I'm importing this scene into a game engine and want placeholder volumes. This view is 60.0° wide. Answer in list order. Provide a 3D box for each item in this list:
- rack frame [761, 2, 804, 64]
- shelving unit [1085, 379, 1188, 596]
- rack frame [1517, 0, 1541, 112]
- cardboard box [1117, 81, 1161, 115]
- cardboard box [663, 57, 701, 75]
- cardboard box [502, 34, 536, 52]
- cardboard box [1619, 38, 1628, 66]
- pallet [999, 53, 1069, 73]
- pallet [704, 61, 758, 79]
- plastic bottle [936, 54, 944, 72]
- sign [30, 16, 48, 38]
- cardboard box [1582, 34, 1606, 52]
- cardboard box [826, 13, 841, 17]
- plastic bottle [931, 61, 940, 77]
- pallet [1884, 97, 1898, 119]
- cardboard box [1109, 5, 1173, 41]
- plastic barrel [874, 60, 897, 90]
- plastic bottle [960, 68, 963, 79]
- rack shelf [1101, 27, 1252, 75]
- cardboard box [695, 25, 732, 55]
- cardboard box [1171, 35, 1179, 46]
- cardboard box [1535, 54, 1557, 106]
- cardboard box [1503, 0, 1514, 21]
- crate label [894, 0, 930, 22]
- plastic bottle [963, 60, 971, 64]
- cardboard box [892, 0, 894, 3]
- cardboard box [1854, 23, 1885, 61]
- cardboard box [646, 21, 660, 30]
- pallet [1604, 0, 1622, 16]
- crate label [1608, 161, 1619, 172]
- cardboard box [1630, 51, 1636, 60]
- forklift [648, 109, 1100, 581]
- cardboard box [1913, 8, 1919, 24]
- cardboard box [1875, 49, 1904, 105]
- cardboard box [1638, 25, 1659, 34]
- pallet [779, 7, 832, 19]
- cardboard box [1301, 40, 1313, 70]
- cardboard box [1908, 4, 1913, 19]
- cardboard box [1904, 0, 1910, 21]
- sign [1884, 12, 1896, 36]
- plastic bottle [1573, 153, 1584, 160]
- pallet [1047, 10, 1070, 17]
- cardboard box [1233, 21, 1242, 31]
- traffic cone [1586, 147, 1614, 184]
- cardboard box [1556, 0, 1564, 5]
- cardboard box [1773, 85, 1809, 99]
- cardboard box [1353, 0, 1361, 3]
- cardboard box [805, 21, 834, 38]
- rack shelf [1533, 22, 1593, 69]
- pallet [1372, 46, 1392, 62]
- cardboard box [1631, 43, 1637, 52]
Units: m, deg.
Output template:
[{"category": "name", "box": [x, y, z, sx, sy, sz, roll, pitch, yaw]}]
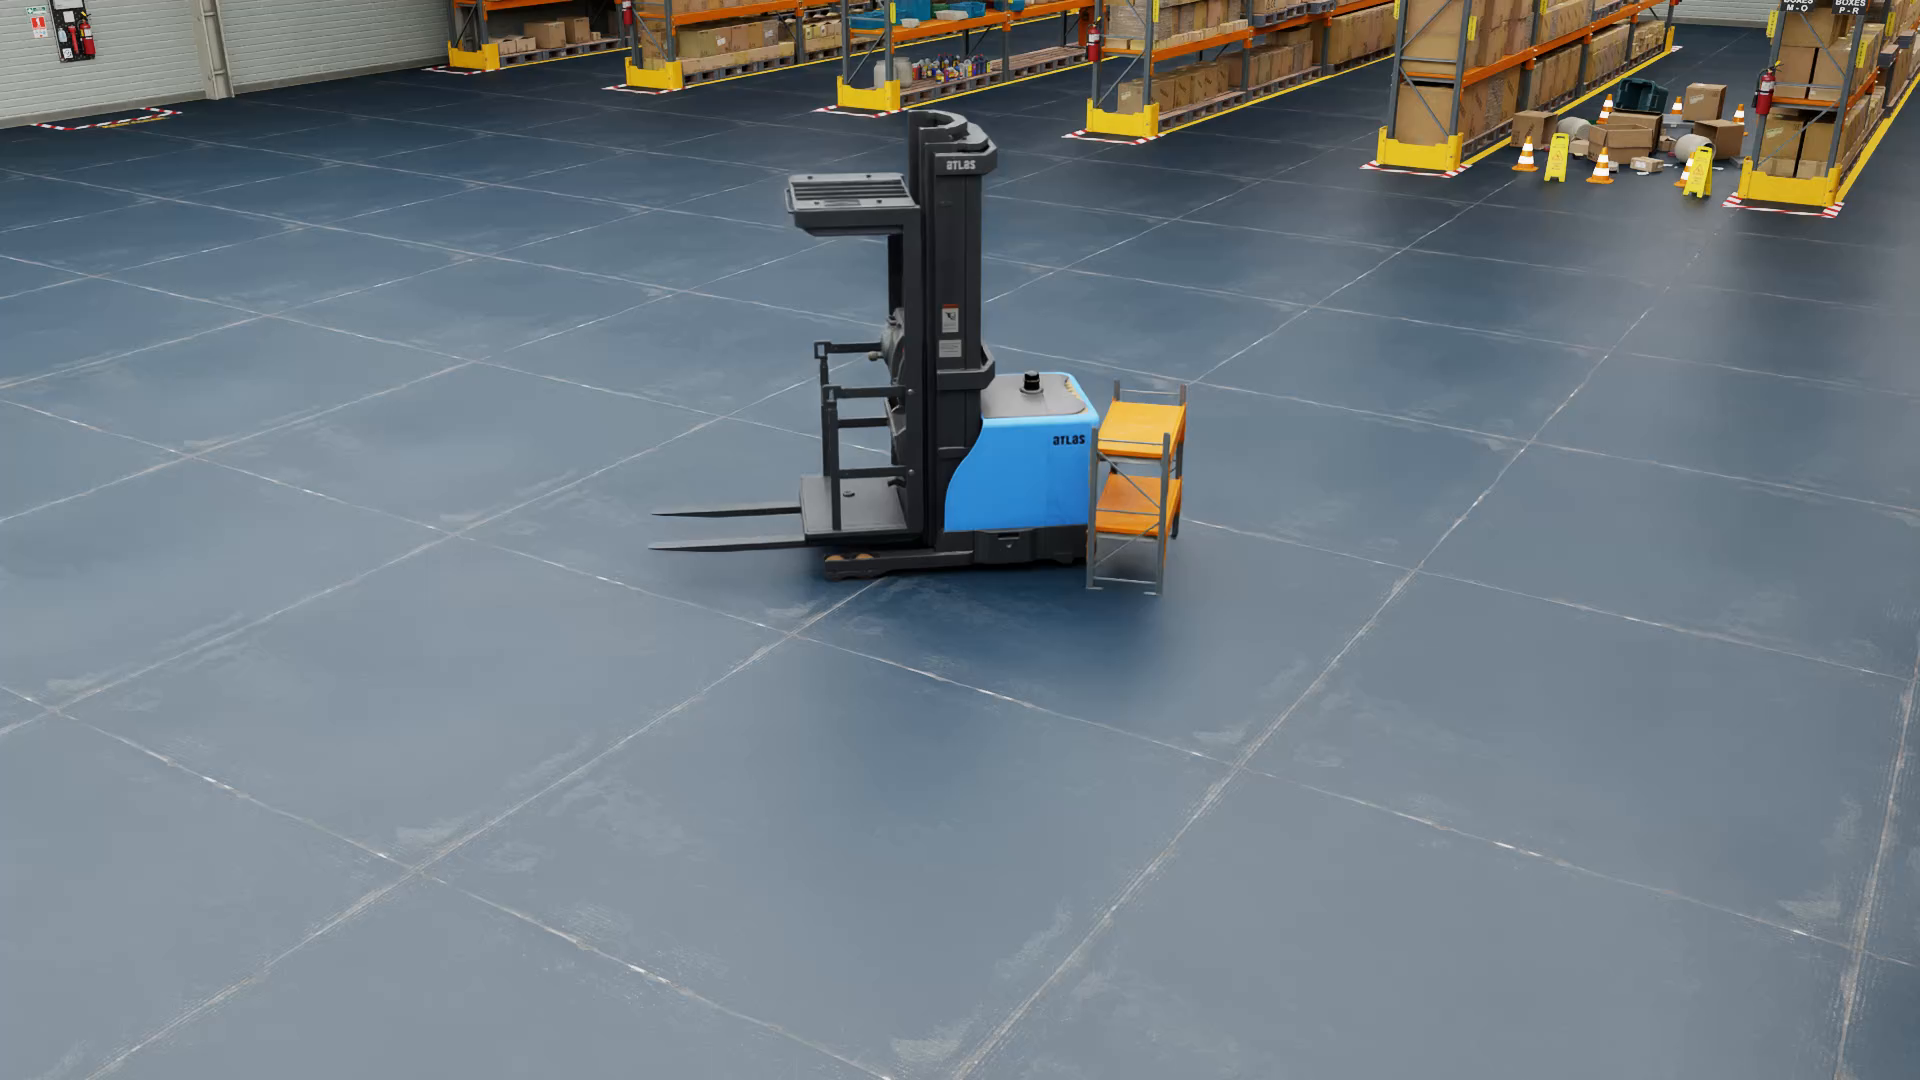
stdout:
[{"category": "rack frame", "box": [-3.710, -11.407, 34.323, 1.000, 3.000, 0.127, 14, 27, 29]}, {"category": "shelving unit", "box": [1.195, -0.374, 11.198, 0.538, 1.125, 1.048, 5, 24, 12]}, {"category": "rack frame", "box": [8.864, -8.256, 27.045, 1.000, 3.000, 0.127, 14, 27, 29]}, {"category": "cardboard box", "box": [2.937, -7.232, 27.298, 0.500, 0.500, 0.500, 20, 30, 38]}, {"category": "cardboard box", "box": [-5.349, -9.122, 31.978, 0.500, 0.250, 0.500, 14, 27, 29]}, {"category": "cardboard box", "box": [-9.289, -10.468, 34.987, 0.500, 0.311, 0.500, 16, 28, 33]}, {"category": "cardboard box", "box": [12.908, -9.699, 32.996, 0.500, 0.500, 0.500, 13, 27, 28]}, {"category": "pallet", "box": [1.520, -9.774, 34.063, 1.003, 0.211, 1.213, 14, 27, 29]}, {"category": "pallet", "box": [-4.808, -9.454, 33.323, 1.003, 0.211, 1.213, 14, 27, 29]}, {"category": "plastic bottle", "box": [-0.382, -9.104, 31.786, 0.144, 0.351, 0.185, 13, 26, 27]}, {"category": "sign", "box": [-15.277, -8.511, 27.590, 0.001, 0.329, 0.234, 14, 27, 29]}, {"category": "cardboard box", "box": [11.811, -9.349, 31.244, 0.500, 0.250, 0.500, 13, 27, 28]}, {"category": "cardboard box", "box": [-2.667, -11.479, 36.717, 0.500, 0.311, 0.500, 13, 27, 28]}, {"category": "plastic bottle", "box": [-0.467, -8.904, 31.417, 0.152, 0.276, 0.135, 14, 27, 29]}, {"category": "pallet", "box": [15.713, -7.573, 28.978, 1.003, 0.211, 1.213, 14, 27, 29]}, {"category": "cardboard box", "box": [2.907, -8.342, 26.743, 0.875, 0.500, 0.500, 14, 27, 29]}, {"category": "plastic barrel", "box": [-1.332, -8.306, 29.765, 0.421, 0.512, 0.421, 0, 23, 0]}, {"category": "plastic bottle", "box": [0.001, -8.734, 31.118, 0.097, 0.201, 0.097, 0, 23, 0]}, {"category": "rack shelf", "box": [3.649, -8.324, 28.109, 1.077, 0.370, 4.000, 14, 27, 29]}, {"category": "cardboard box", "box": [-4.834, -9.807, 32.616, 0.500, 0.500, 0.500, 14, 27, 29]}, {"category": "cardboard box", "box": [3.354, -8.161, 27.141, 0.380, 0.149, 0.250, 14, 27, 29]}, {"category": "cardboard box", "box": [9.627, -7.969, 28.686, 1.050, 0.750, 0.750, 14, 27, 29]}, {"category": "cardboard box", "box": [8.047, -8.340, 25.690, 0.875, 0.550, 0.550, 14, 27, 29]}, {"category": "crate label", "box": [-0.873, -9.711, 30.363, 0.502, 0.435, 0.616, 14, 27, 29]}, {"category": "plastic bottle", "box": [0.161, -8.999, 31.637, 0.152, 0.276, 0.135, 14, 27, 29]}, {"category": "cardboard box", "box": [-1.280, -12.540, 38.591, 0.500, 0.250, 0.500, 15, 28, 31]}, {"category": "cardboard box", "box": [13.100, -7.233, 24.182, 0.500, 0.500, 0.500, 13, 27, 28]}, {"category": "cardboard box", "box": [-7.317, -11.935, 38.137, 0.700, 0.500, 0.500, 13, 27, 28]}, {"category": "pallet", "box": [11.983, -10.195, 31.765, 1.003, 0.211, 1.213, 14, 27, 29]}, {"category": "crate label", "box": [9.383, -5.401, 24.053, 0.250, 0.136, 0.298, 1, 23, 2]}, {"category": "cardboard box", "box": [13.549, -9.896, 33.894, 0.380, 0.149, 0.250, 13, 26, 27]}, {"category": "forklift", "box": [-0.620, -1.295, 11.052, 3.031, 2.935, 1.130, -3, 24, -7]}, {"category": "cardboard box", "box": [17.051, -9.508, 30.126, 0.500, 0.250, 0.500, 13, 27, 28]}, {"category": "cardboard box", "box": [15.668, -8.036, 28.683, 0.875, 0.875, 0.875, 14, 27, 28]}, {"category": "cardboard box", "box": [14.635, -10.868, 35.391, 0.380, 0.149, 0.250, 15, 28, 31]}, {"category": "pallet", "box": [-4.044, -13.588, 42.871, 1.003, 0.211, 1.213, 14, 27, 29]}, {"category": "cardboard box", "box": [6.477, -9.504, 32.521, 0.700, 0.500, 0.500, 12, 26, 26]}, {"category": "cardboard box", "box": [15.983, -9.057, 28.455, 0.500, 0.250, 0.500, 15, 27, 30]}, {"category": "cardboard box", "box": [15.229, -8.766, 27.195, 0.500, 0.500, 0.500, 13, 27, 27]}, {"category": "sign", "box": [13.588, -7.539, 24.299, 0.100, 0.325, 0.005, 14, 27, 29]}, {"category": "plastic bottle", "box": [9.303, -5.786, 25.039, 0.133, 0.061, 0.283, 5, 24, 11]}, {"category": "pallet", "box": [2.160, -13.882, 43.552, 1.003, 0.211, 1.213, 14, 27, 29]}, {"category": "cardboard box", "box": [4.700, -8.998, 29.075, 0.380, 0.149, 0.250, 14, 27, 29]}, {"category": "traffic cone", "box": [9.021, -5.272, 23.345, 0.336, 0.463, 0.334, 14, 27, 29]}, {"category": "cardboard box", "box": [9.925, -9.444, 28.405, 0.700, 0.500, 0.500, 14, 27, 28]}, {"category": "cardboard box", "box": [11.028, -5.958, 22.054, 0.380, 0.149, 0.250, 15, 28, 31]}, {"category": "cardboard box", "box": [7.838, -11.181, 33.675, 0.500, 0.500, 0.500, 13, 27, 28]}, {"category": "cardboard box", "box": [-3.012, -10.850, 35.264, 0.500, 0.311, 0.500, 14, 27, 28]}, {"category": "rack shelf", "box": [9.919, -8.601, 28.747, 1.077, 0.370, 4.000, 14, 27, 29]}, {"category": "pallet", "box": [8.581, -10.474, 35.678, 1.003, 0.211, 1.213, 14, 27, 29]}, {"category": "cardboard box", "box": [13.547, -10.032, 33.834, 0.380, 0.149, 0.250, 15, 28, 31]}]
